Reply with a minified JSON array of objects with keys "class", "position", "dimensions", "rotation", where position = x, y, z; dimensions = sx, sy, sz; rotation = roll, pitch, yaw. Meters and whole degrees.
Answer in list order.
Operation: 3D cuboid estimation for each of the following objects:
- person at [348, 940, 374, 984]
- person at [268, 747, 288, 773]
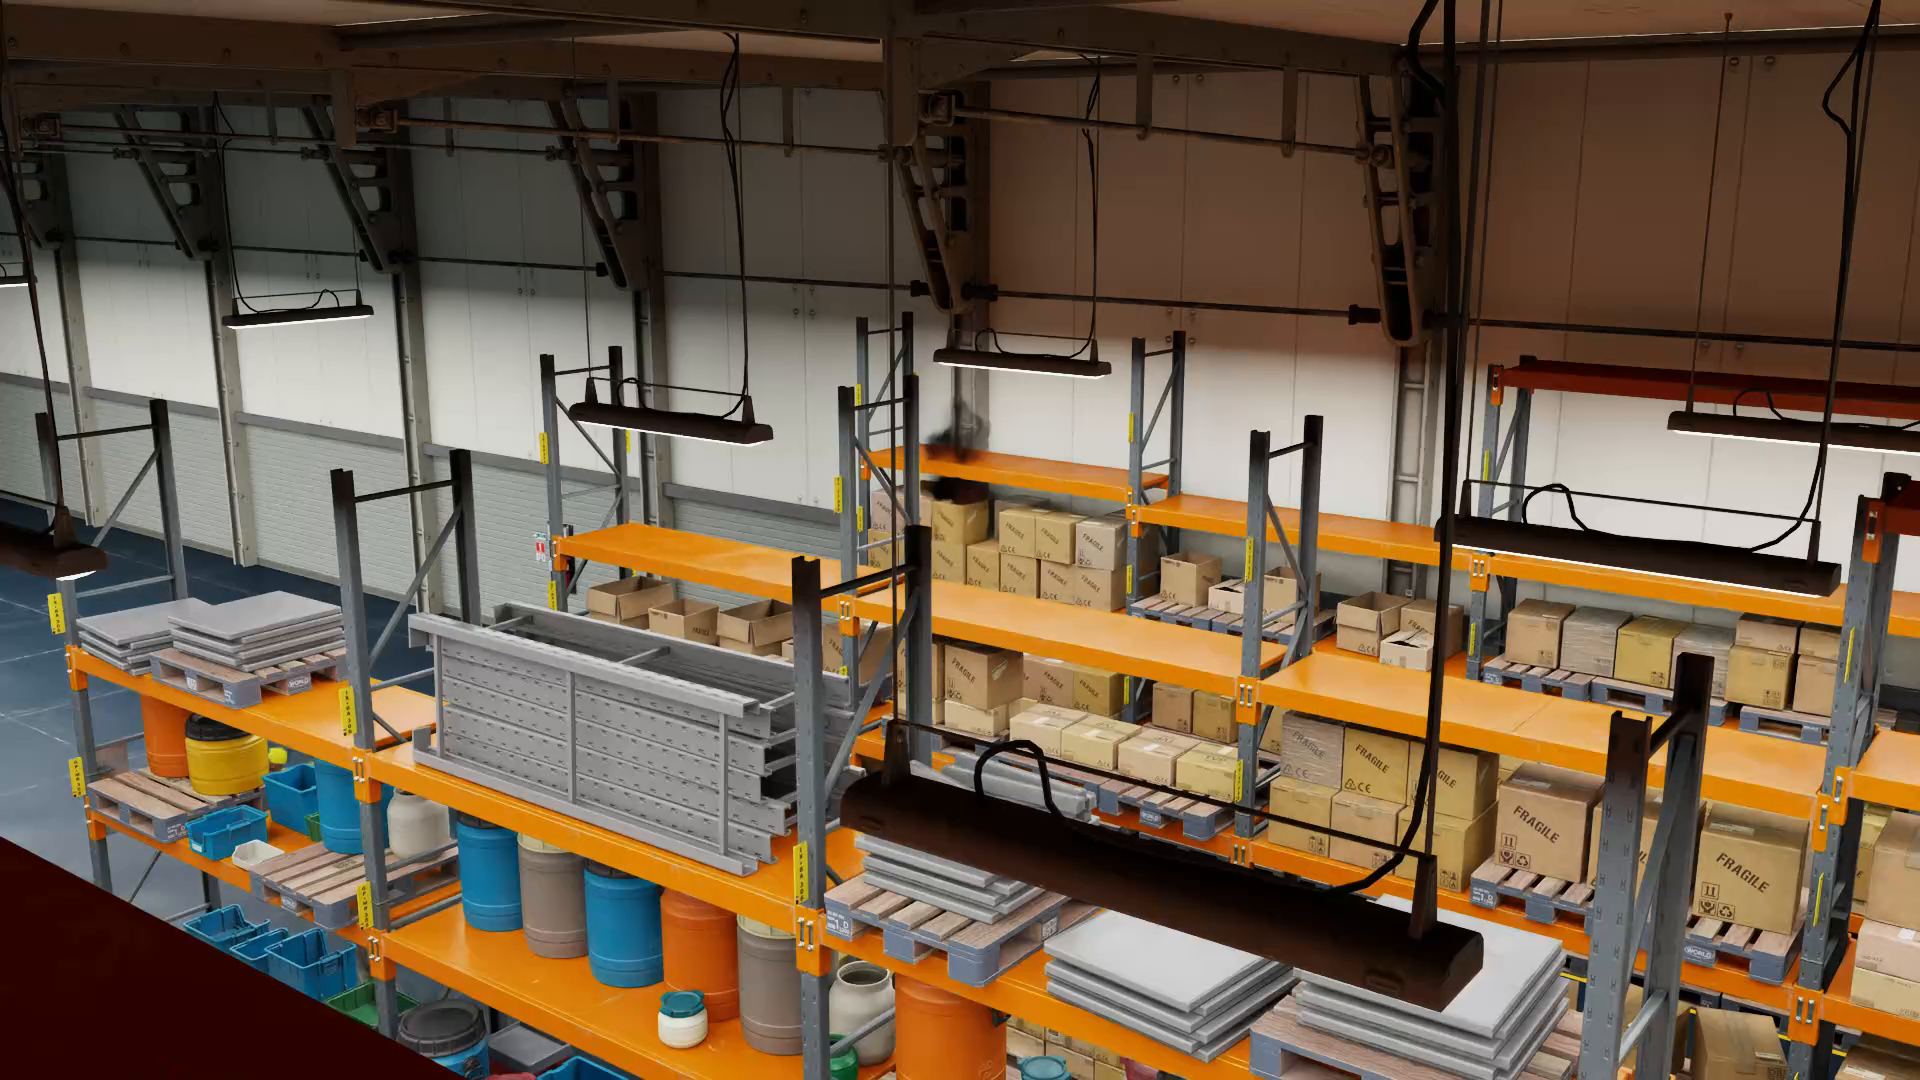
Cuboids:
[{"class":"person","position":[-5.462,3.742,15.458],"dimensions":[0.696,1.736,0.566],"rotation":[4,14,18]},{"class":"person","position":[-7.433,3.098,18.122],"dimensions":[0.499,1.727,0.702],"rotation":[-5,14,-20]}]
